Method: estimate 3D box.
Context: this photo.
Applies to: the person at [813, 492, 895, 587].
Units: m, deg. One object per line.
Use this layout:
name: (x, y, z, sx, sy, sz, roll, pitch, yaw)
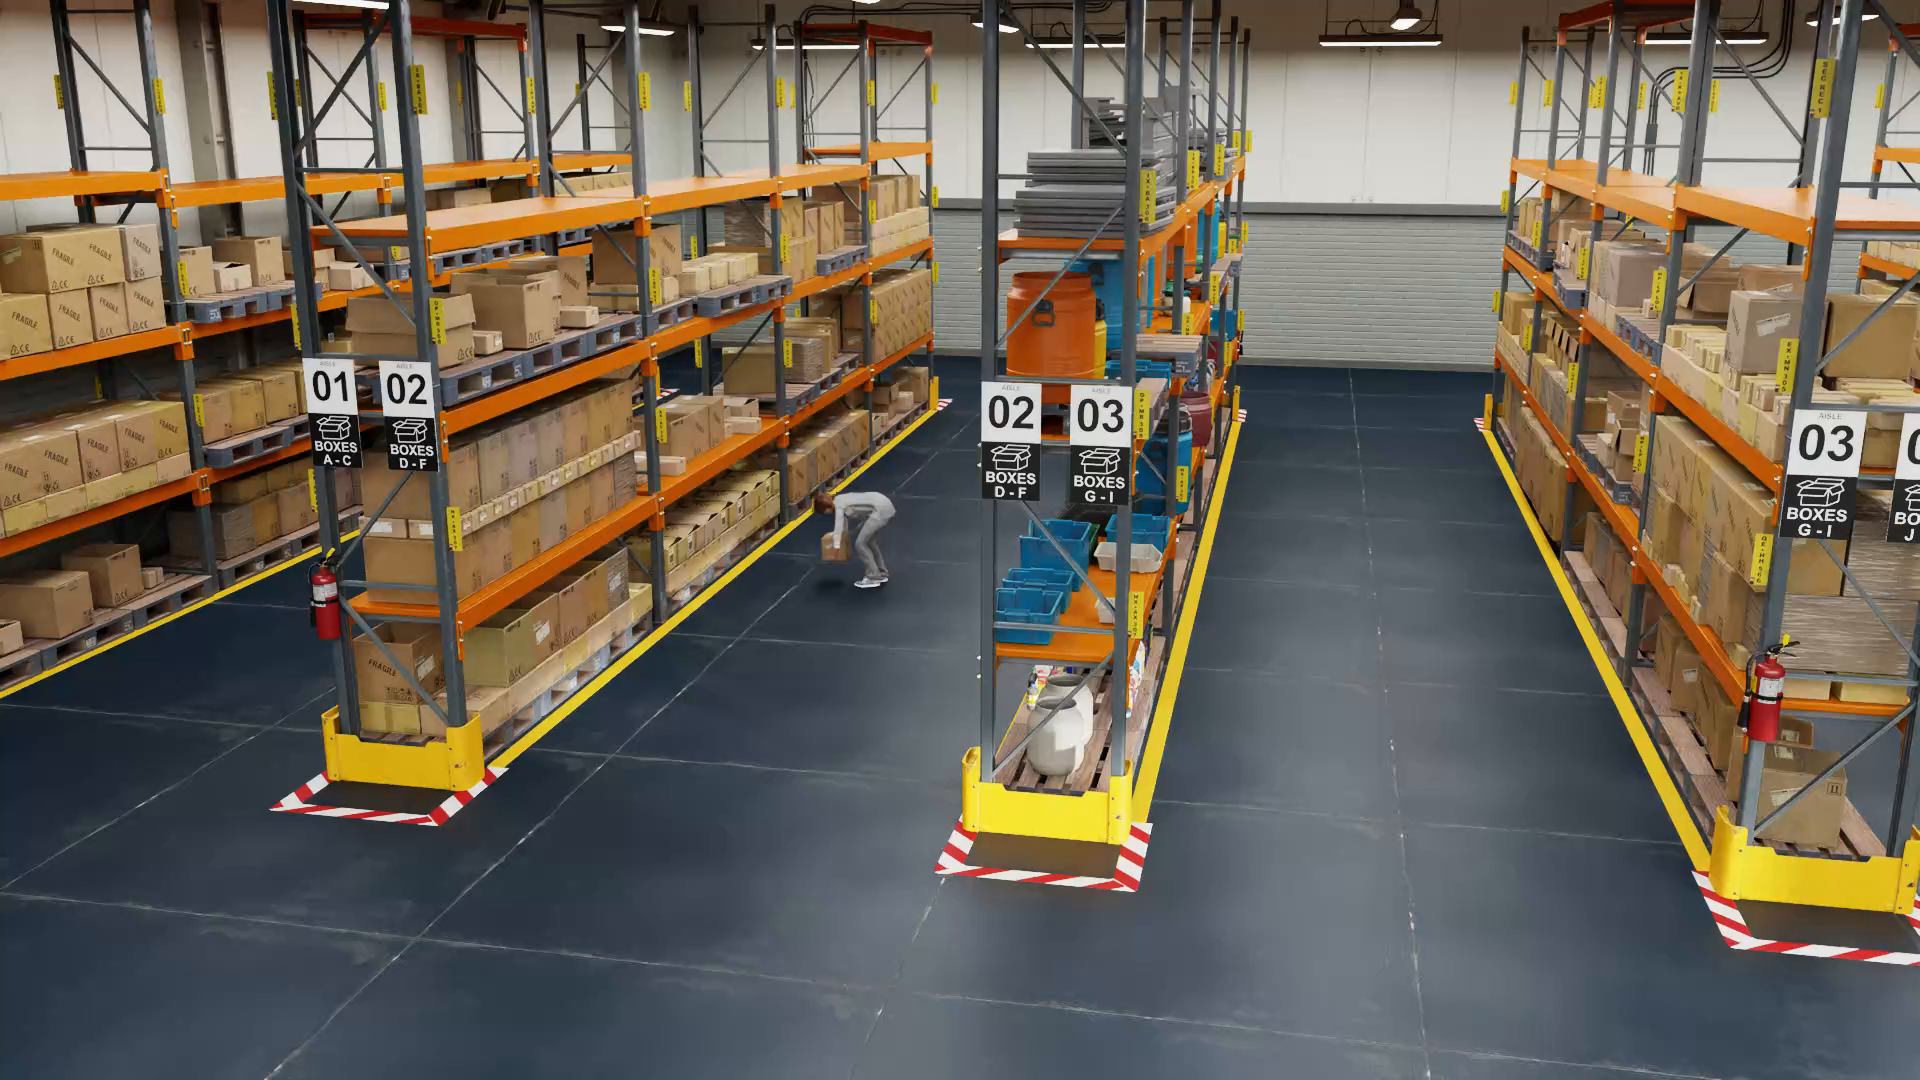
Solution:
person: (-1.113, -0.018, 17.551, 0.871, 1.001, 0.392, 2, 15, 9)
